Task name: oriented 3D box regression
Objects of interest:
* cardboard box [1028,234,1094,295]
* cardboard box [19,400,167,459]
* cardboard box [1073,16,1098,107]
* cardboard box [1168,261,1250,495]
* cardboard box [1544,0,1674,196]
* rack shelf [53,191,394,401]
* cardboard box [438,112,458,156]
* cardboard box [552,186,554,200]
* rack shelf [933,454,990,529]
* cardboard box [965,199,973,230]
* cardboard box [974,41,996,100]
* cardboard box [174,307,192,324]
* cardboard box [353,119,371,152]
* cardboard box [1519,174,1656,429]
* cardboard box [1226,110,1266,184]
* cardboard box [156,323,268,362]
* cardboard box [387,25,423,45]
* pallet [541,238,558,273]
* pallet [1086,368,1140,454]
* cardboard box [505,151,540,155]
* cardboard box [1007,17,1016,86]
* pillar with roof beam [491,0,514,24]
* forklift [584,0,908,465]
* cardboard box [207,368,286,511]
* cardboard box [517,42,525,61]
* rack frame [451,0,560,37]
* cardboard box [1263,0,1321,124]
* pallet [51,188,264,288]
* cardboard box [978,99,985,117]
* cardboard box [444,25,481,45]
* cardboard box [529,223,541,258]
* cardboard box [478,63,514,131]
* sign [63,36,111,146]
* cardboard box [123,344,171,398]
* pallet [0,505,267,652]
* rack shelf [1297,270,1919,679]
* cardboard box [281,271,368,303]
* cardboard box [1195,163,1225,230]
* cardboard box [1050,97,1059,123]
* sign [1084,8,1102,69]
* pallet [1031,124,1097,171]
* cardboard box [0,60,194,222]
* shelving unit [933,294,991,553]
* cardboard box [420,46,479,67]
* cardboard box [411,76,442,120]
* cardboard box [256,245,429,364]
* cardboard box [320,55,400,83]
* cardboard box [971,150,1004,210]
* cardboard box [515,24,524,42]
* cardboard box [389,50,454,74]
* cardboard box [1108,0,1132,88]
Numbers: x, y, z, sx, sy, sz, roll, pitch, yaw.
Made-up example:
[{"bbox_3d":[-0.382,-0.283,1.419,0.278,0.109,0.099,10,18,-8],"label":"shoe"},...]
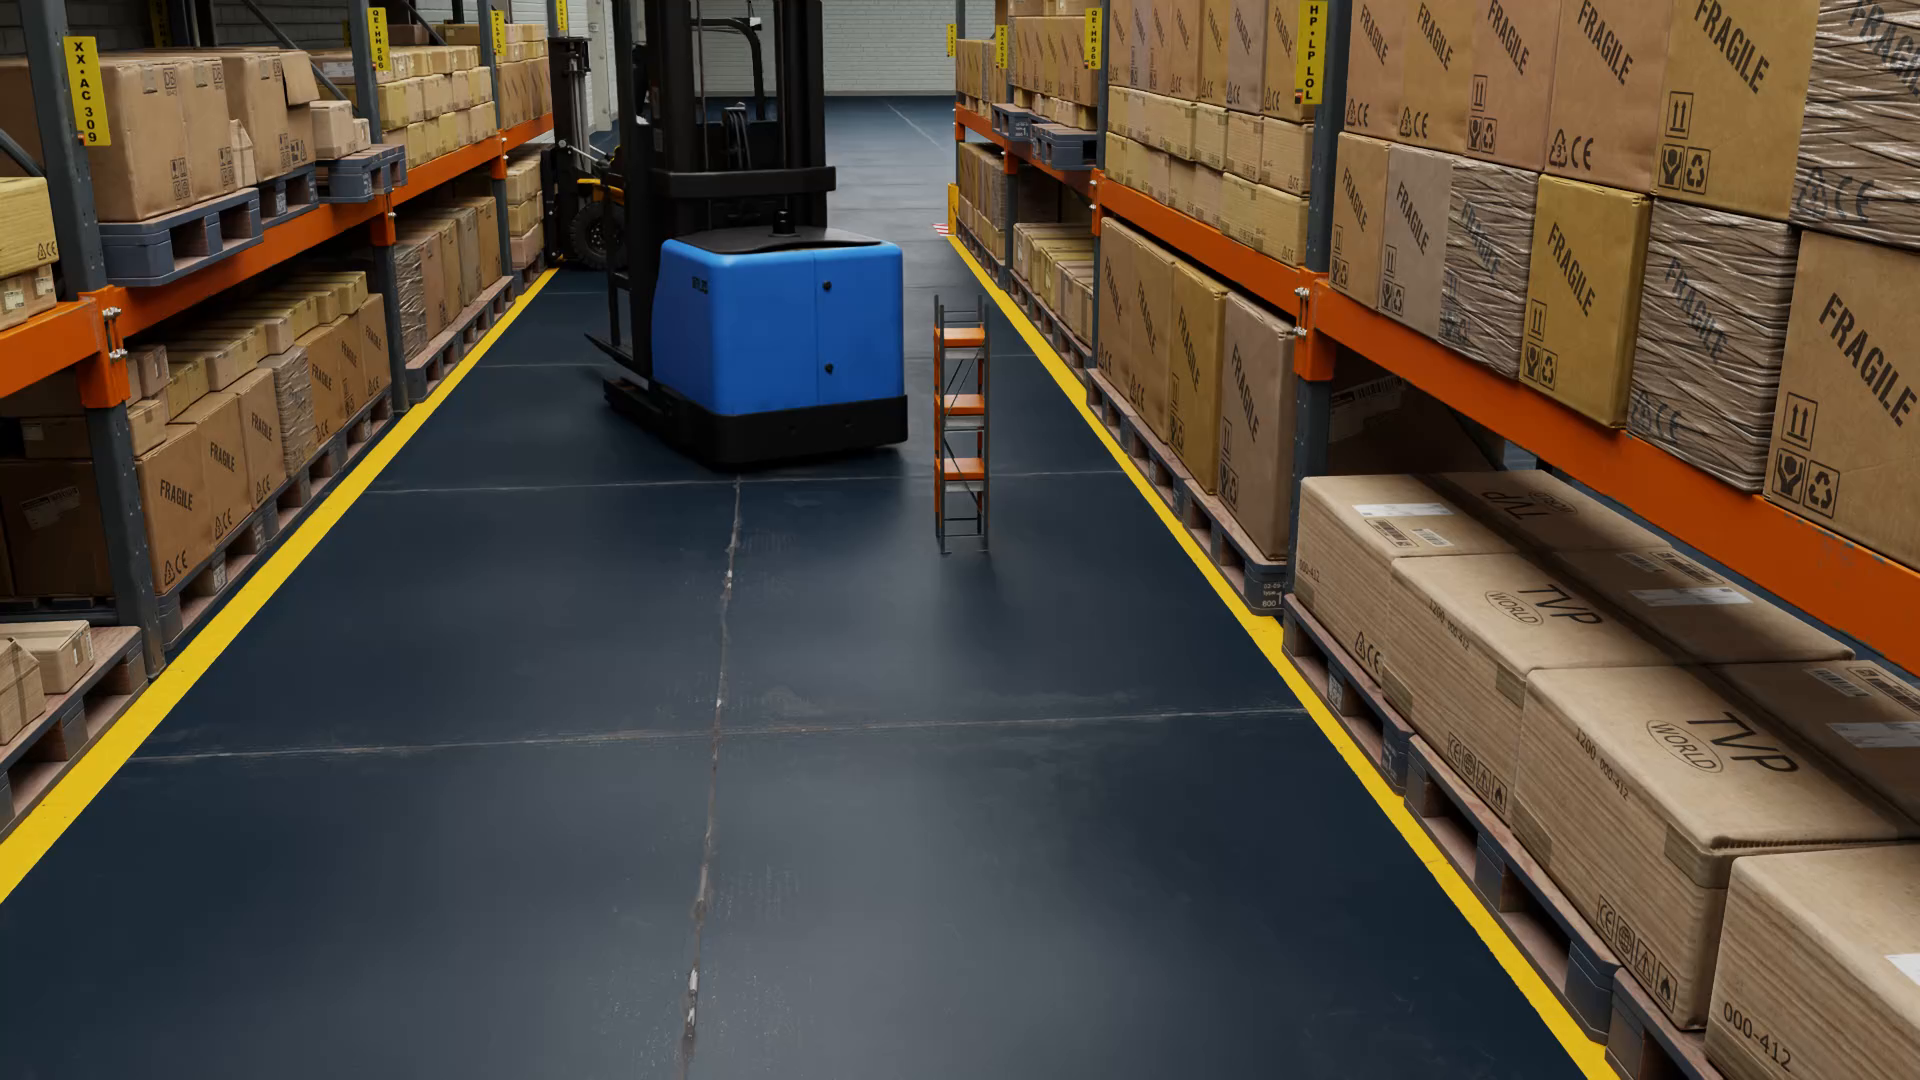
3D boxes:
[{"bbox_3d":[1.006,-2.068,12.442,0.950,0.372,0.625,-1,17,-2],"label":"cardboard box"},{"bbox_3d":[-3.012,-0.386,5.788,0.380,0.149,0.250,-1,17,-3],"label":"cardboard box"},{"bbox_3d":[0.961,-2.817,9.776,0.500,0.500,0.500,-2,18,-7],"label":"cardboard box"},{"bbox_3d":[1.453,-0.746,7.391,0.875,0.875,0.875,-1,17,-4],"label":"cardboard box"},{"bbox_3d":[1.642,-1.030,3.612,0.500,0.500,0.500,-2,18,-6],"label":"cardboard box"},{"bbox_3d":[-3.446,-1.206,7.213,1.077,0.370,4.000,-2,18,-6],"label":"rack shelf"},{"bbox_3d":[-3.614,-2.671,10.929,0.500,0.250,0.500,-1,17,-4],"label":"cardboard box"},{"bbox_3d":[-3.953,-3.068,14.998,0.500,0.250,0.500,-2,18,-6],"label":"cardboard box"},{"bbox_3d":[0.006,-0.210,7.055,0.215,0.259,0.240,-2,18,-6],"label":"rack shelf"},{"bbox_3d":[0.313,-3.171,16.158,0.500,0.250,0.500,-1,17,-4],"label":"cardboard box"},{"bbox_3d":[0.403,-4.266,15.094,0.500,0.500,0.500,-2,18,-7],"label":"cardboard box"},{"bbox_3d":[-3.792,-0.986,7.699,0.380,0.149,0.250,-2,18,-7],"label":"cardboard box"},{"bbox_3d":[-3.203,-2.042,8.392,0.380,0.149,0.250,-1,17,-5],"label":"cardboard box"},{"bbox_3d":[1.631,-0.556,3.773,0.500,0.500,0.500,-1,17,-4],"label":"cardboard box"},{"bbox_3d":[1.351,-1.548,6.514,0.500,0.250,0.500,-1,17,-4],"label":"cardboard box"},{"bbox_3d":[-3.266,-0.853,7.274,0.380,0.149,0.250,-2,18,-5],"label":"cardboard box"},{"bbox_3d":[-4.398,-3.922,12.915,0.380,0.149,0.250,-2,18,-6],"label":"cardboard box"},{"bbox_3d":[-4.234,-2.609,15.136,1.003,0.211,1.213,-2,18,-6],"label":"pallet"},{"bbox_3d":[1.291,-0.732,9.157,1.003,0.211,1.213,-2,18,-6],"label":"pallet"},{"bbox_3d":[-3.999,-3.465,15.426,0.500,0.250,0.500,-2,17,-5],"label":"cardboard box"},{"bbox_3d":[0.635,-3.733,12.695,0.500,0.500,0.500,-1,17,-4],"label":"cardboard box"},{"bbox_3d":[-1.639,-9.076,21.064,9.100,9.000,0.400,-2,18,-6],"label":"pillar with roof beam"},{"bbox_3d":[-1.405,-2.165,9.180,1.130,2.935,3.031,-9,20,-27],"label":"forklift"},{"bbox_3d":[-3.178,-0.420,6.978,0.500,0.500,0.500,-2,18,-7],"label":"cardboard box"},{"bbox_3d":[-3.940,-4.180,14.233,0.380,0.149,0.250,-2,18,-7],"label":"cardboard box"},{"bbox_3d":[-4.477,-4.529,16.595,1.000,3.000,0.127,-2,18,-6],"label":"rack frame"},{"bbox_3d":[1.401,-1.758,5.933,0.500,0.500,0.500,-1,17,-4],"label":"cardboard box"},{"bbox_3d":[-3.214,-1.103,6.005,1.003,0.211,1.213,-2,18,-6],"label":"pallet"},{"bbox_3d":[0.368,-3.913,15.054,0.380,0.149,0.250,-2,18,-5],"label":"cardboard box"},{"bbox_3d":[-3.803,-3.940,12.974,0.380,0.149,0.250,-1,17,-5],"label":"cardboard box"},{"bbox_3d":[-3.853,-2.531,14.120,0.500,0.250,0.500,-2,18,-7],"label":"cardboard box"},{"bbox_3d":[-3.851,-3.525,13.231,0.500,0.500,0.500,-2,18,-7],"label":"cardboard box"},{"bbox_3d":[-2.701,-1.386,5.138,0.100,0.325,0.005,-2,18,-6],"label":"sign"},{"bbox_3d":[-3.087,-0.604,5.985,0.380,0.149,0.250,-3,18,-8],"label":"cardboard box"},{"bbox_3d":[-3.361,0.136,6.393,1.003,0.211,1.213,-2,18,-6],"label":"pallet"},{"bbox_3d":[1.903,-0.169,3.909,1.077,0.370,4.000,-2,18,-6],"label":"rack shelf"},{"bbox_3d":[-3.349,-1.323,8.773,0.380,0.149,0.250,-3,18,-8],"label":"cardboard box"},{"bbox_3d":[1.316,-1.465,7.086,0.500,0.250,0.500,-2,18,-7],"label":"cardboard box"},{"bbox_3d":[0.786,-2.779,10.739,0.380,0.149,0.250,-1,17,-5],"label":"cardboard box"},{"bbox_3d":[0.746,-2.795,9.271,0.100,0.325,0.005,-2,18,-6],"label":"sign"},{"bbox_3d":[1.105,-2.417,10.189,1.213,0.211,1.003,-2,18,-6],"label":"pallet"},{"bbox_3d":[-3.067,-1.353,5.610,0.700,0.500,0.500,-1,17,-4],"label":"cardboard box"},{"bbox_3d":[0.006,-0.485,6.969,0.215,1.050,0.252,-2,18,-6],"label":"shelving unit"},{"bbox_3d":[-3.809,-3.599,12.384,0.380,0.149,0.250,-1,17,-4],"label":"cardboard box"},{"bbox_3d":[-3.542,-2.758,10.369,0.500,0.250,0.500,-2,18,-7],"label":"cardboard box"},{"bbox_3d":[-3.703,-1.399,9.889,0.875,0.625,0.625,-1,17,-4],"label":"cardboard box"},{"bbox_3d":[-3.421,-2.686,9.475,0.380,0.149,0.250,-1,17,-4],"label":"cardboard box"},{"bbox_3d":[0.372,-3.368,15.536,0.500,0.500,0.500,-1,17,-5],"label":"cardboard box"},{"bbox_3d":[-4.067,-4.471,14.664,0.380,0.149,0.250,-2,17,-5],"label":"cardboard box"},{"bbox_3d":[-3.543,-3.143,10.931,0.380,0.149,0.250,-2,18,-7],"label":"cardboard box"},{"bbox_3d":[1.092,-2.670,8.838,0.500,0.500,0.500,-2,18,-7],"label":"cardboard box"}]
